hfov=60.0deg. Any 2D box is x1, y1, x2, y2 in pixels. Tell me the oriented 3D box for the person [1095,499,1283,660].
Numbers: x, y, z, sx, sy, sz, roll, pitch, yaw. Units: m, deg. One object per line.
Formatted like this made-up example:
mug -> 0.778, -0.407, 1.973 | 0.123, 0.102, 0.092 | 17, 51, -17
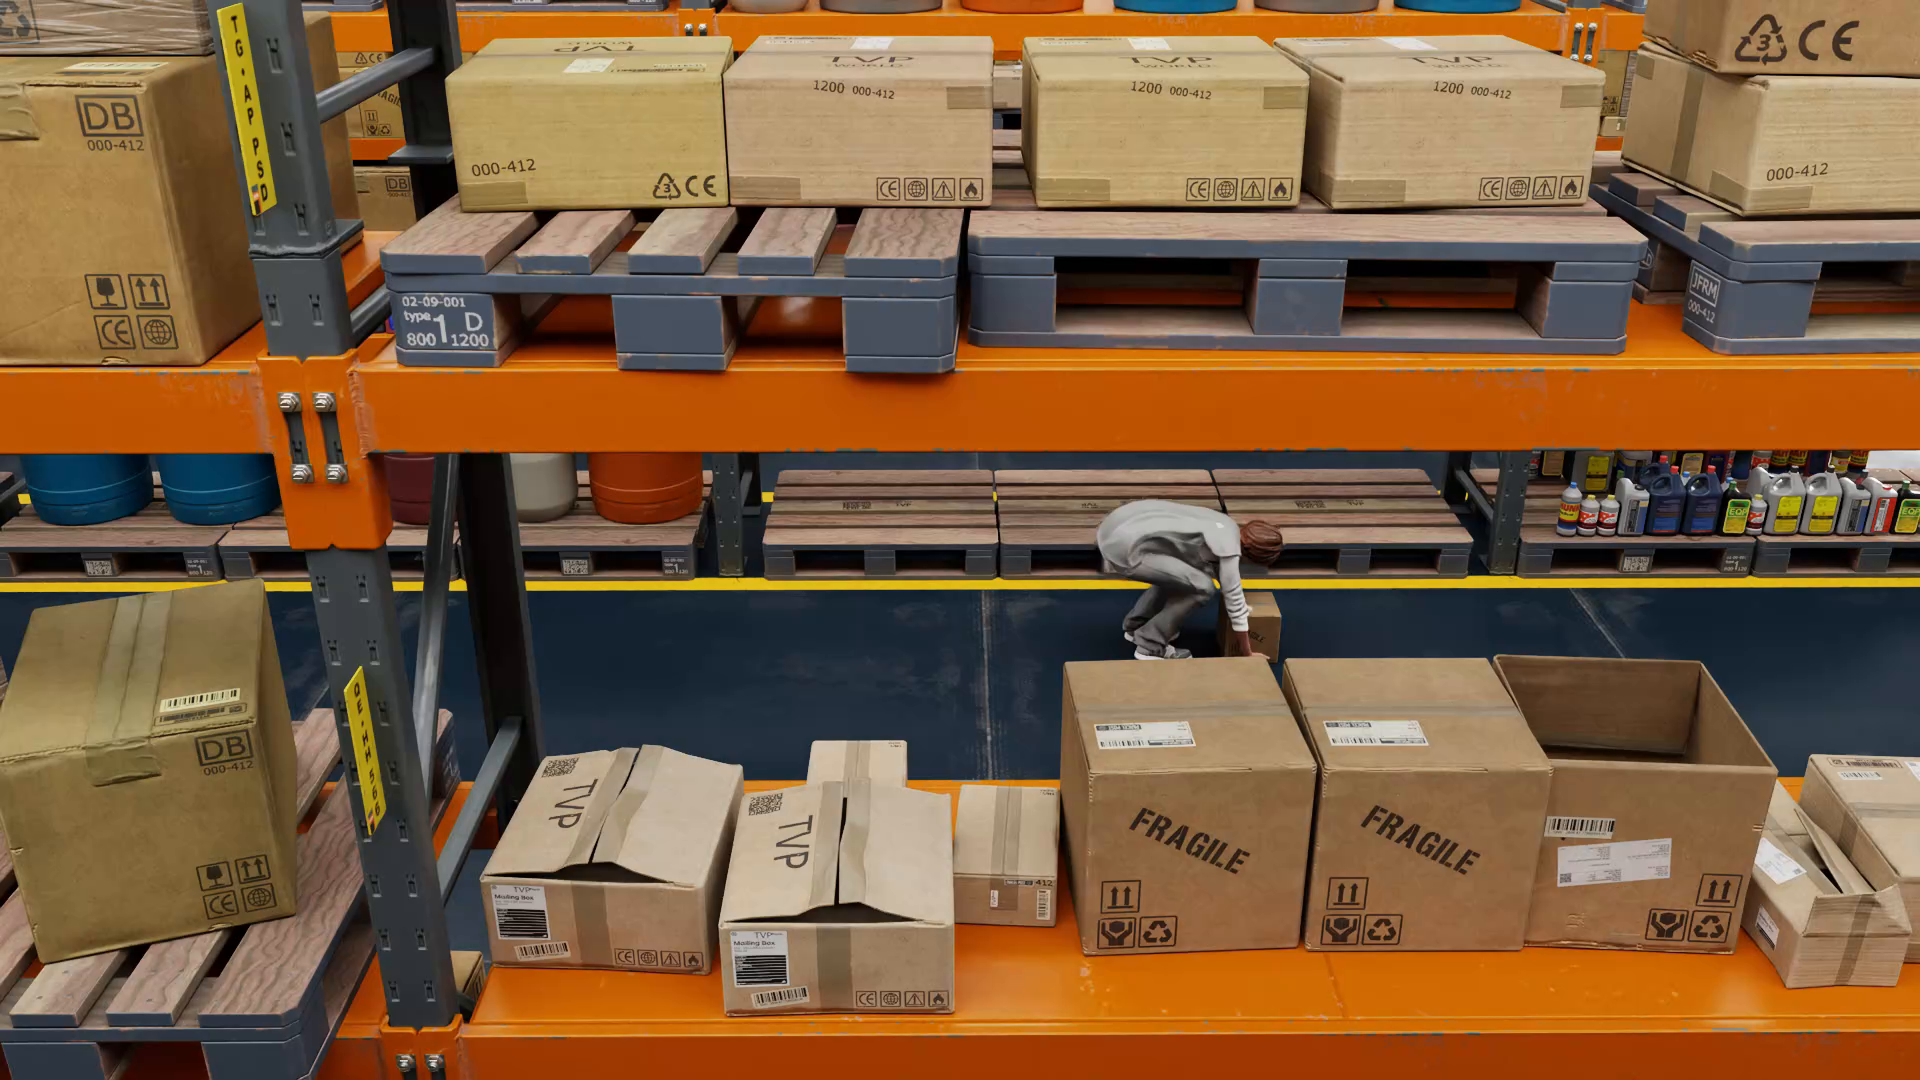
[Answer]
person -> 1.059, 0.187, 7.742 | 0.871, 0.779, 0.426 | -1, 24, -2
